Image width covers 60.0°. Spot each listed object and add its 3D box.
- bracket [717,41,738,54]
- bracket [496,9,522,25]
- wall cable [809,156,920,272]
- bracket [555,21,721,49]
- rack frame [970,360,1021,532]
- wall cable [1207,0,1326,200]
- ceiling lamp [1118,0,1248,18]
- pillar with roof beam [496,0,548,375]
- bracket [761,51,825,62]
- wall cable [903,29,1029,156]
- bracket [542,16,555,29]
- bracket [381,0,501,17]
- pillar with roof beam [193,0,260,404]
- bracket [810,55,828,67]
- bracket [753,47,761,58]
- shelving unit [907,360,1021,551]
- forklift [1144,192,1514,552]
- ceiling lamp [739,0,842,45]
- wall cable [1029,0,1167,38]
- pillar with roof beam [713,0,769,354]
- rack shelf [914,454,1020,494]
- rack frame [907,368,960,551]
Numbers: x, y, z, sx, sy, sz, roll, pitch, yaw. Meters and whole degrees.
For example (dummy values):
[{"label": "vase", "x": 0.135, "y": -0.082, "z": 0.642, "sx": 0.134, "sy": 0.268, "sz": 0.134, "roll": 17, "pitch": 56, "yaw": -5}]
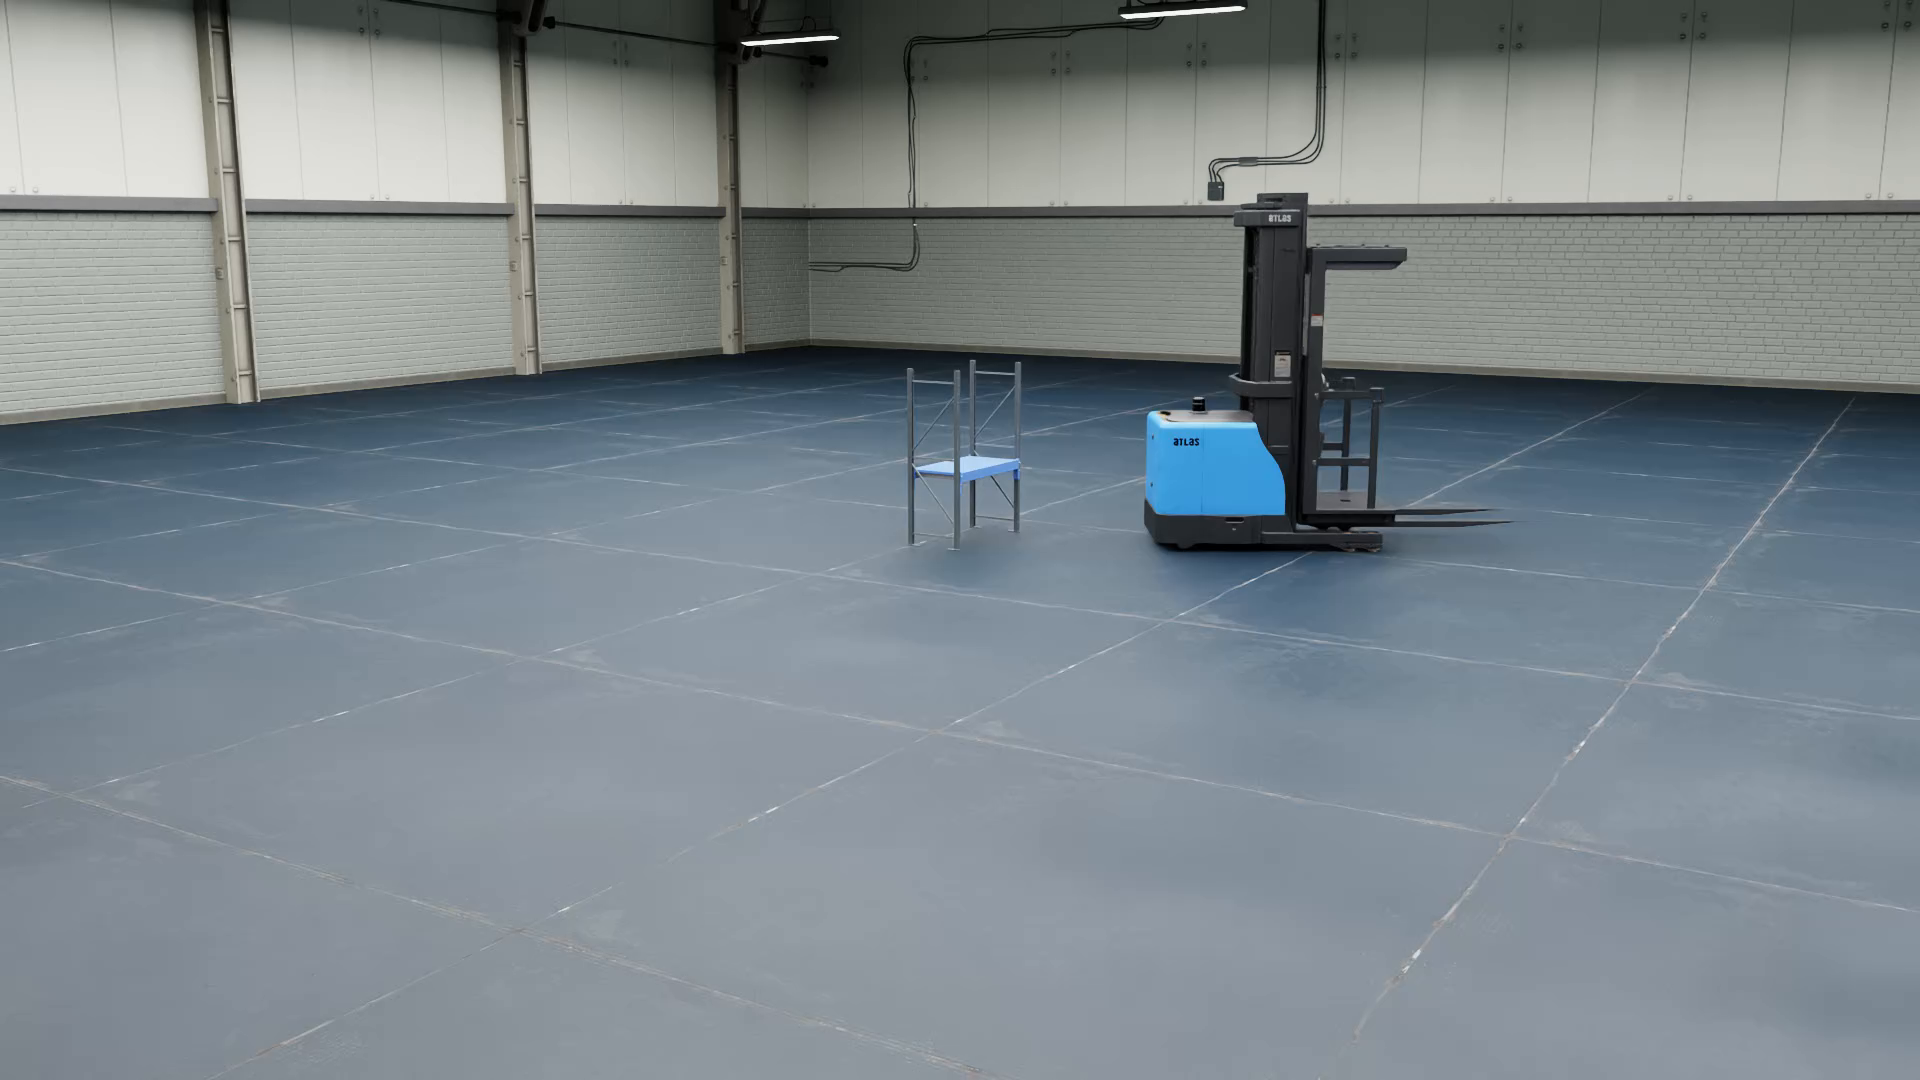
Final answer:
[{"label": "bracket", "x": -4.798, "y": -10.118, "z": 34.180, "sx": 0.235, "sy": 0.232, "sz": 0.430, "roll": 6, "pitch": 12, "yaw": 31}, {"label": "bracket", "x": -7.913, "y": -9.175, "z": 29.140, "sx": 0.235, "sy": 0.232, "sz": 0.430, "roll": 6, "pitch": 12, "yaw": 31}, {"label": "wall cable", "x": -2.226, "y": -7.259, "z": 37.127, "sx": 3.097, "sy": 2.526, "sz": 0.112, "roll": 6, "pitch": 12, "yaw": 31}, {"label": "bracket", "x": -6.136, "y": -9.713, "z": 32.016, "sx": 0.076, "sy": 0.066, "sz": 4.783, "roll": 6, "pitch": 12, "yaw": 31}, {"label": "rack frame", "x": 0.308, "y": -0.831, "z": 14.729, "sx": 0.500, "sy": 1.500, "sz": 0.032, "roll": 6, "pitch": 12, "yaw": 31}, {"label": "wall cable", "x": 5.879, "y": -9.547, "z": 31.670, "sx": 2.305, "sy": 6.003, "sz": 0.169, "roll": 6, "pitch": 12, "yaw": 31}, {"label": "ceiling lamp", "x": 3.483, "y": -9.550, "z": 25.063, "sx": 2.000, "sy": 3.185, "sz": 0.800, "roll": 6, "pitch": 12, "yaw": 31}, {"label": "pillar with roof beam", "x": -4.322, "y": -7.093, "z": 27.804, "sx": 9.100, "sy": 9.000, "sz": 0.548, "roll": 6, "pitch": 12, "yaw": 31}, {"label": "bracket", "x": -3.443, "y": -10.529, "z": 36.372, "sx": 0.076, "sy": 0.066, "sz": 3.189, "roll": 6, "pitch": 12, "yaw": 31}, {"label": "wall cable", "x": 0.086, "y": -9.483, "z": 35.281, "sx": 3.097, "sy": 2.526, "sz": 0.112, "roll": 6, "pitch": 12, "yaw": 31}, {"label": "bracket", "x": -7.482, "y": -9.305, "z": 29.837, "sx": 0.235, "sy": 0.232, "sz": 0.430, "roll": 6, "pitch": 12, "yaw": 31}, {"label": "bracket", "x": -9.251, "y": -8.770, "z": 26.975, "sx": 0.076, "sy": 0.066, "sz": 4.783, "roll": 6, "pitch": 12, "yaw": 31}, {"label": "pillar with roof beam", "x": -7.437, "y": -6.150, "z": 22.763, "sx": 9.100, "sy": 9.000, "sz": 0.400, "roll": 6, "pitch": 12, "yaw": 31}, {"label": "bracket", "x": -3.137, "y": -10.622, "z": 36.868, "sx": 0.235, "sy": 0.232, "sz": 0.430, "roll": 6, "pitch": 12, "yaw": 31}, {"label": "bracket", "x": -4.367, "y": -10.249, "z": 34.877, "sx": 0.235, "sy": 0.232, "sz": 0.430, "roll": 6, "pitch": 12, "yaw": 31}, {"label": "shelving unit", "x": 0.044, "y": -0.751, "z": 14.302, "sx": 0.538, "sy": 1.500, "sz": 1.048, "roll": 6, "pitch": 12, "yaw": 31}, {"label": "forklift", "x": 3.147, "y": -1.438, "z": 14.087, "sx": 3.031, "sy": 2.935, "sz": 1.130, "roll": 0, "pitch": 11, "yaw": 0}, {"label": "ceiling lamp", "x": -2.833, "y": -10.256, "z": 28.834, "sx": 2.000, "sy": 3.185, "sz": 0.800, "roll": 6, "pitch": 12, "yaw": 31}, {"label": "wall cable", "x": 2.731, "y": -11.423, "z": 33.284, "sx": 3.097, "sy": 2.526, "sz": 0.112, "roll": 6, "pitch": 12, "yaw": 31}, {"label": "pillar with roof beam", "x": -1.207, "y": -8.037, "z": 32.844, "sx": 9.100, "sy": 9.000, "sz": 0.548, "roll": 6, "pitch": 12, "yaw": 31}, {"label": "rack shelf", "x": 0.044, "y": -0.574, "z": 14.335, "sx": 0.538, "sy": 0.185, "sz": 1.000, "roll": 6, "pitch": 12, "yaw": 31}, {"label": "rack frame", "x": -0.220, "y": -0.671, "z": 13.875, "sx": 0.500, "sy": 1.500, "sz": 0.032, "roll": 6, "pitch": 12, "yaw": 31}]
